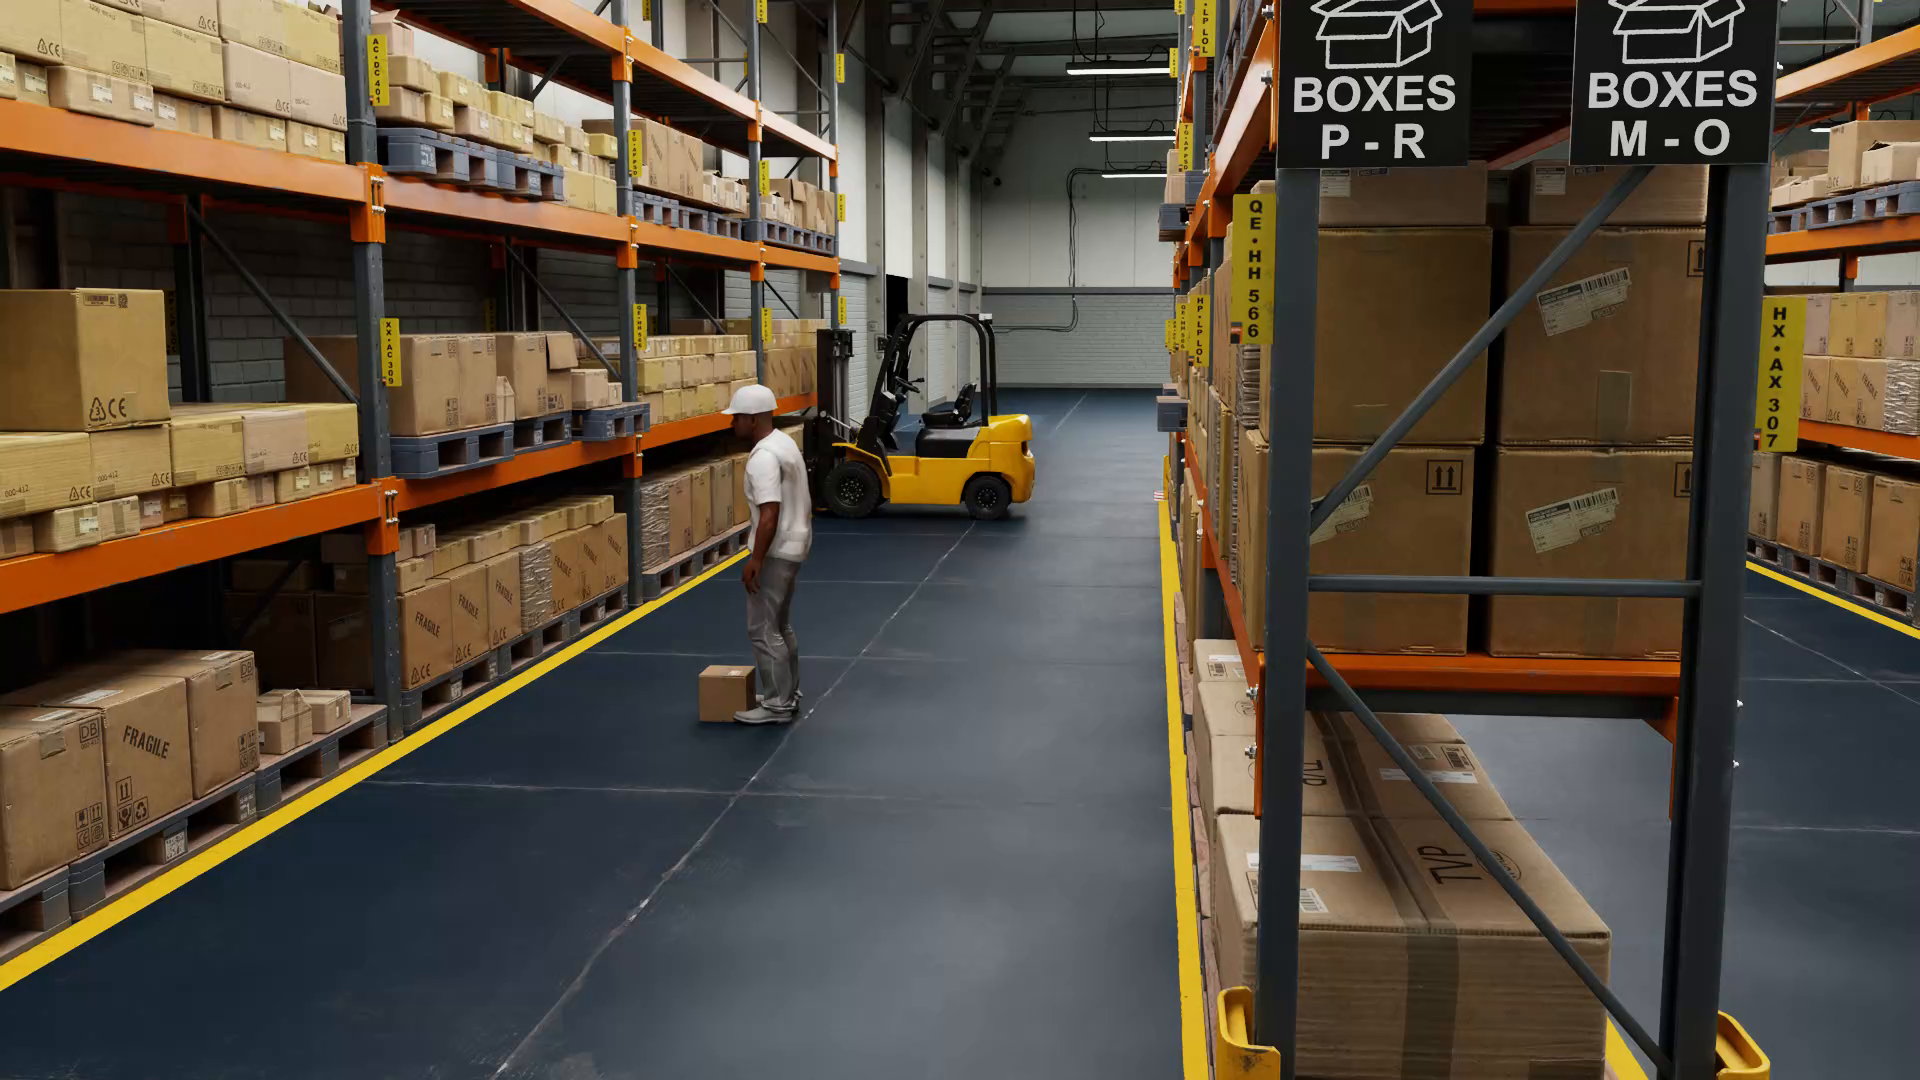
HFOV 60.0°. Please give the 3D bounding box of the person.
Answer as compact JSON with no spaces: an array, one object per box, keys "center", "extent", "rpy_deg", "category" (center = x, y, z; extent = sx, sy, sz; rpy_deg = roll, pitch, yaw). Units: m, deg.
[{"center":[-1.003,0.070,8.689],"extent":[0.454,1.761,0.636],"rpy_deg":[0,8,4],"category":"person"}]
